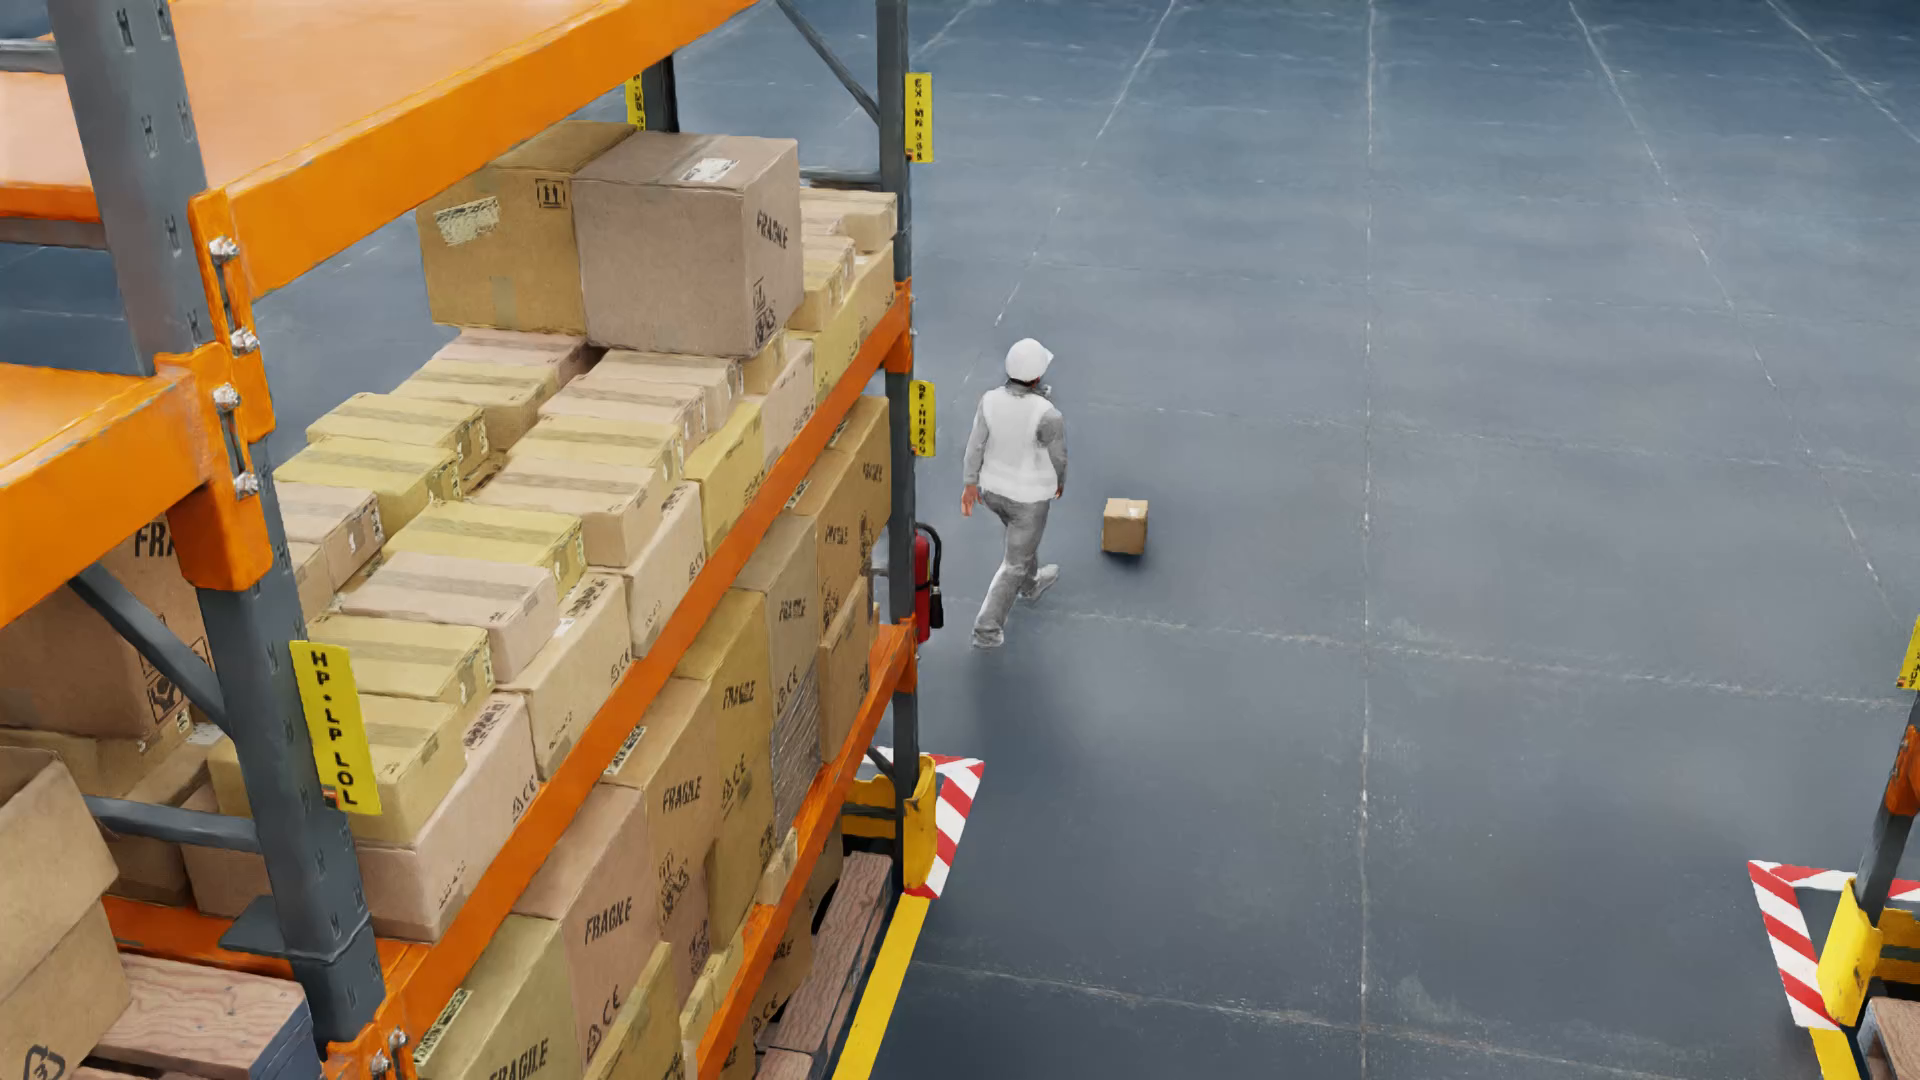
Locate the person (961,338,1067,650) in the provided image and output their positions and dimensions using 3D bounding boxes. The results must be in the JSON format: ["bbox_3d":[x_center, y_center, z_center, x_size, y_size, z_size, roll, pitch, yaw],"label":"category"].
[{"bbox_3d":[0.323,-0.294,9.147,0.542,1.737,1.024,21,35,33],"label":"person"}]
